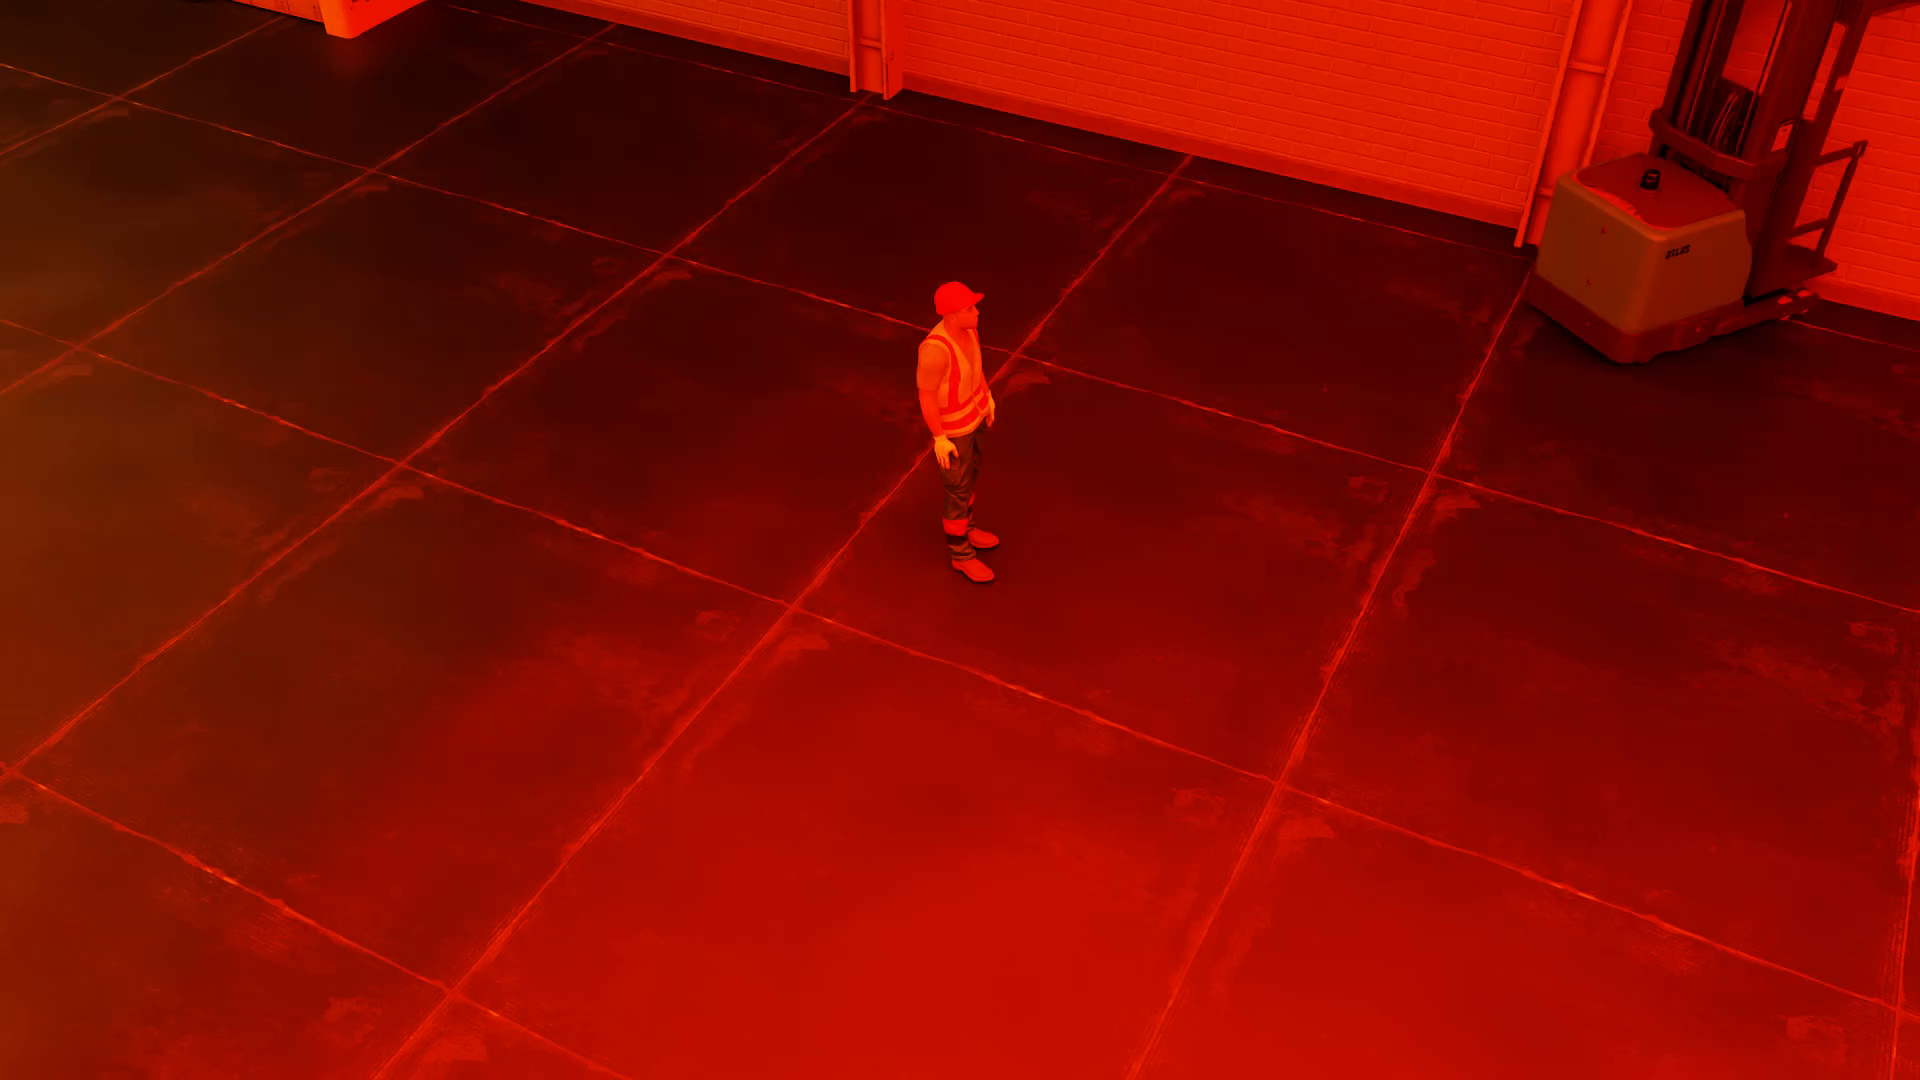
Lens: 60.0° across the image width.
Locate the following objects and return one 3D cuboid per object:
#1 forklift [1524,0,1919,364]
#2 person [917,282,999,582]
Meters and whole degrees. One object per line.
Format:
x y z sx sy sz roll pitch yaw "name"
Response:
5.717 -3.017 11.569 3.031 2.935 1.130 -18 43 -20 "forklift"
0.065 -0.659 9.644 0.564 1.787 0.637 18 43 21 "person"
